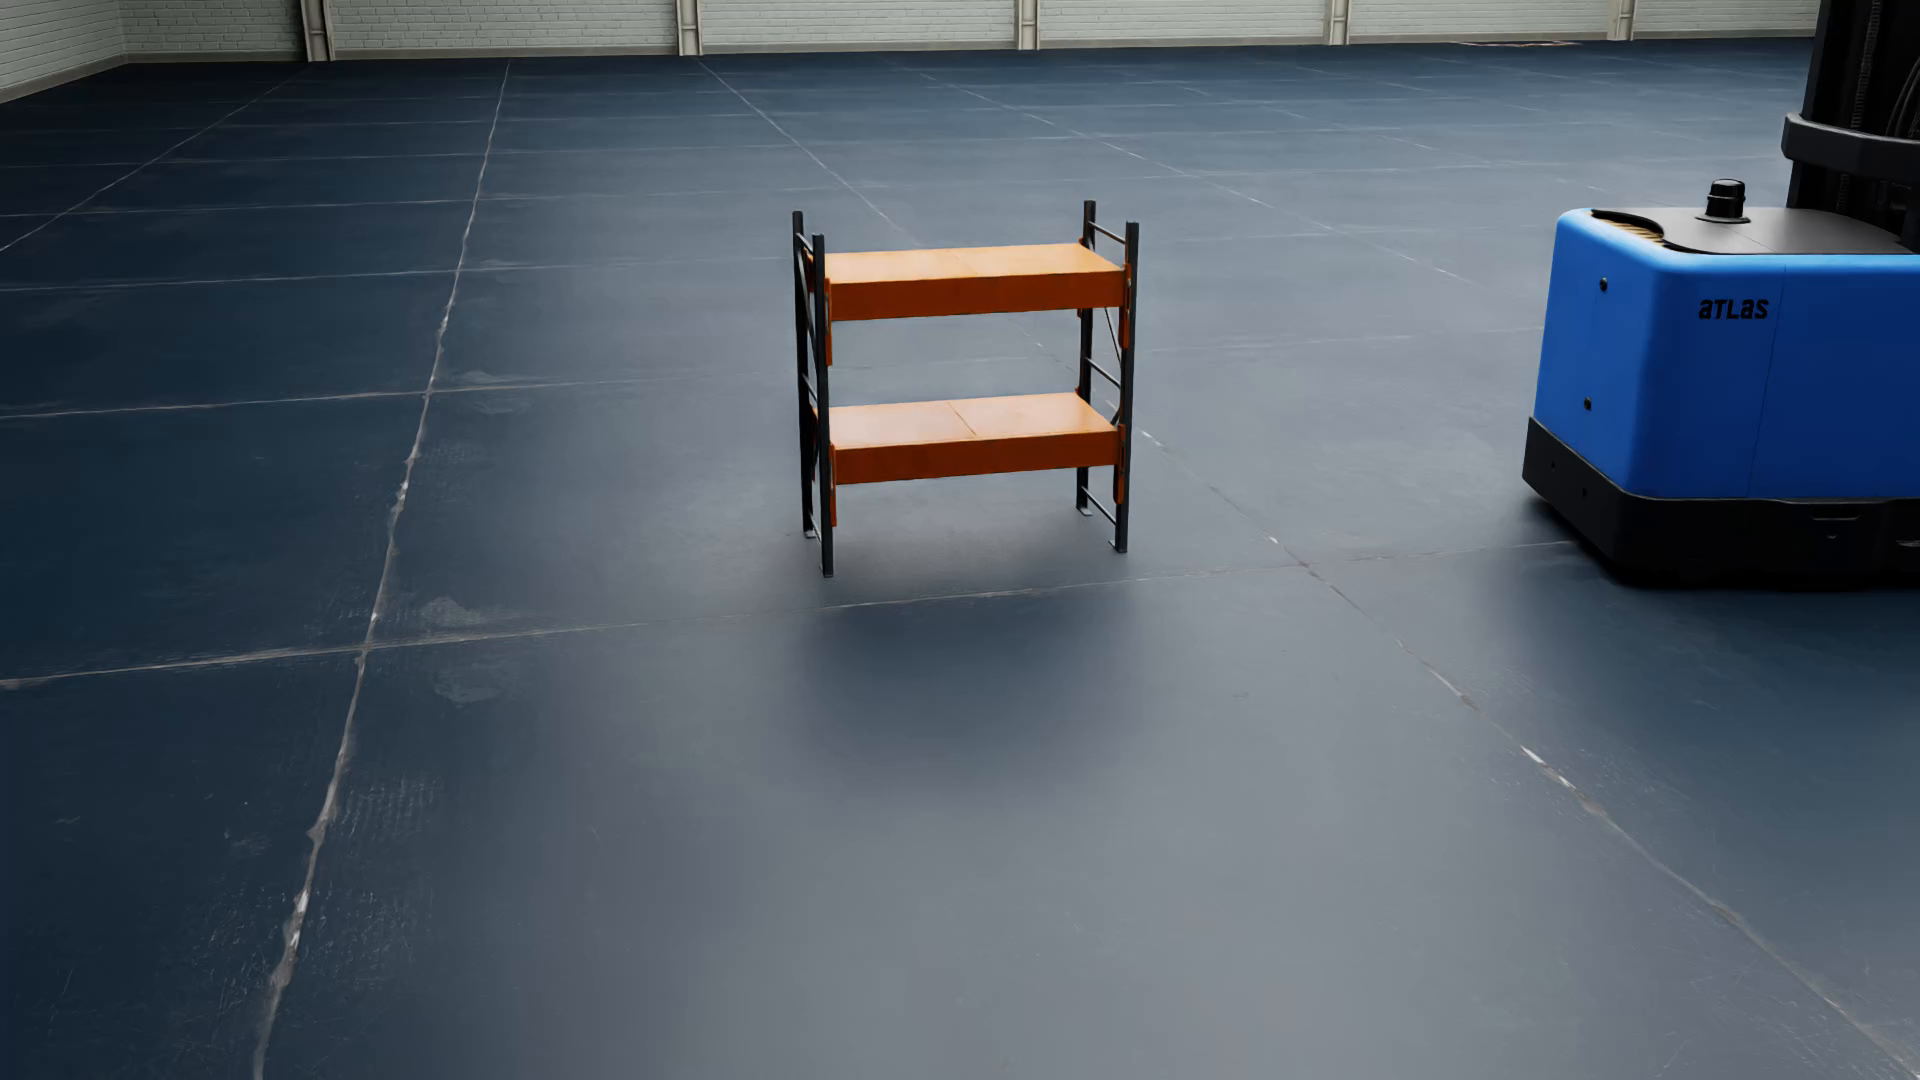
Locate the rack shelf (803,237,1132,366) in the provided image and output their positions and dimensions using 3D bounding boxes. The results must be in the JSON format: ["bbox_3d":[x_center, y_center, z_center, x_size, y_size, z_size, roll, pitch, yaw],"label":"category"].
[{"bbox_3d":[0.007,-0.804,5.522,1.000,0.278,0.538,-5,21,-12],"label":"rack shelf"}]

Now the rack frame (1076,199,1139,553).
[{"bbox_3d":[0.501,-0.569,5.732,0.032,1.125,0.500,-5,21,-12],"label":"rack frame"}]

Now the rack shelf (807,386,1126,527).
[{"bbox_3d":[0.007,-0.299,5.707,1.000,0.278,0.538,-5,21,-12],"label":"rack shelf"}]

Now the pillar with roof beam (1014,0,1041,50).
[{"bbox_3d":[2.192,-11.605,24.413,0.400,9.000,9.100,-5,21,-12],"label":"pillar with roof beam"}]

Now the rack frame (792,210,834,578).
[{"bbox_3d":[-0.488,-0.488,5.513,0.032,1.125,0.500,-5,21,-12],"label":"rack frame"}]

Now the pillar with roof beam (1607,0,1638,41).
[{"bbox_3d":[13.870,-12.555,27.006,0.400,9.000,9.100,-5,21,-12],"label":"pillar with roof beam"}]

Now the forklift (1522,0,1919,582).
[{"bbox_3d":[3.630,-1.400,5.375,3.031,2.935,1.130,0,20,-1],"label":"forklift"}]

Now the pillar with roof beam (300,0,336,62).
[{"bbox_3d":[-9.486,-10.655,21.820,0.400,9.000,9.100,-5,21,-12],"label":"pillar with roof beam"}]

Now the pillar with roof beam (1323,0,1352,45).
[{"bbox_3d":[8.031,-12.080,25.709,0.400,9.000,9.100,-5,21,-12],"label":"pillar with roof beam"}]

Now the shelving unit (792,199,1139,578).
[{"bbox_3d":[0.007,-0.529,5.623,1.048,1.125,0.538,-5,21,-12],"label":"shelving unit"}]

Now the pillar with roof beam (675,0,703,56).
[{"bbox_3d":[-3.647,-11.130,23.116,0.400,9.000,9.100,-5,21,-12],"label":"pillar with roof beam"}]
